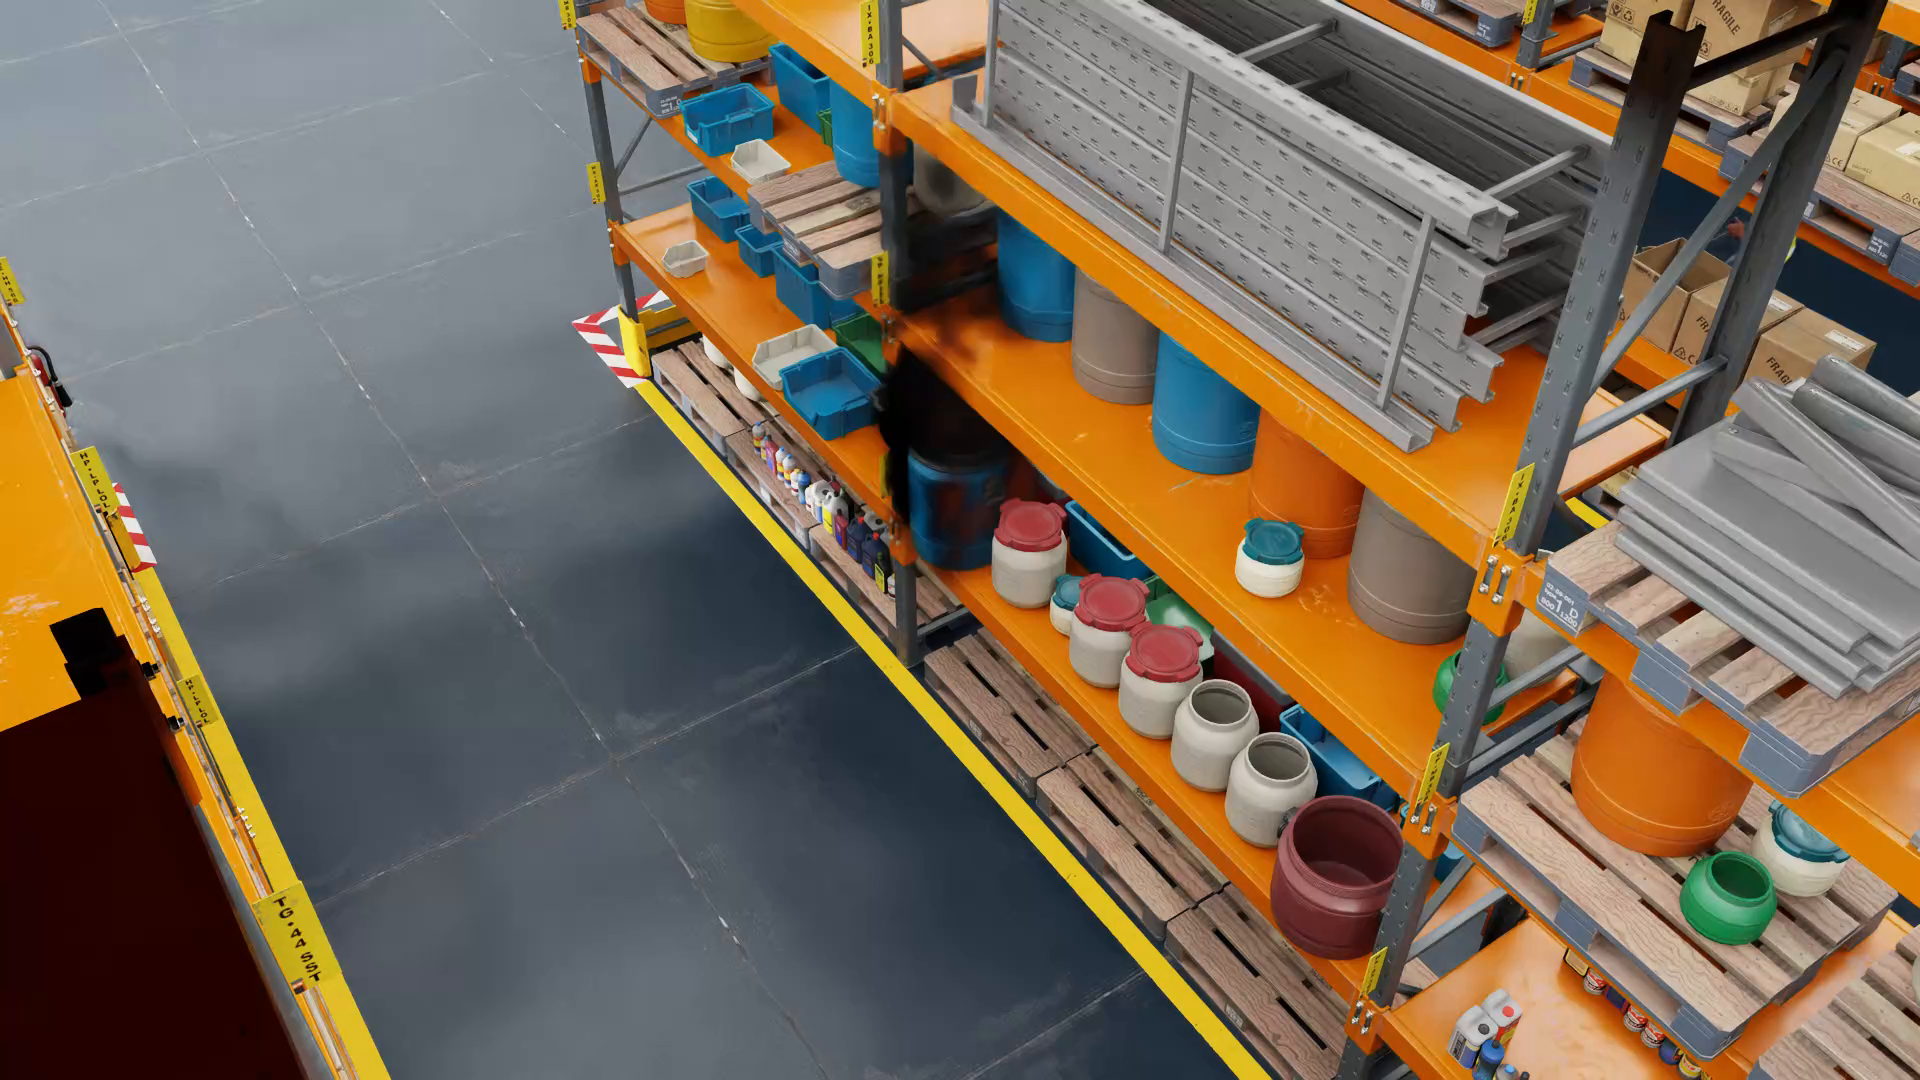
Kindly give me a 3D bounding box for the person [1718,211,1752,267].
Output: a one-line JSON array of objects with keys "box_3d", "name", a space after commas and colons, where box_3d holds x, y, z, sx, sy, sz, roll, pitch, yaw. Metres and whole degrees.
[{"box_3d": [6.214, -2.306, 12.977, 0.696, 1.724, 0.623, -31, 51, -29], "name": "person"}]
